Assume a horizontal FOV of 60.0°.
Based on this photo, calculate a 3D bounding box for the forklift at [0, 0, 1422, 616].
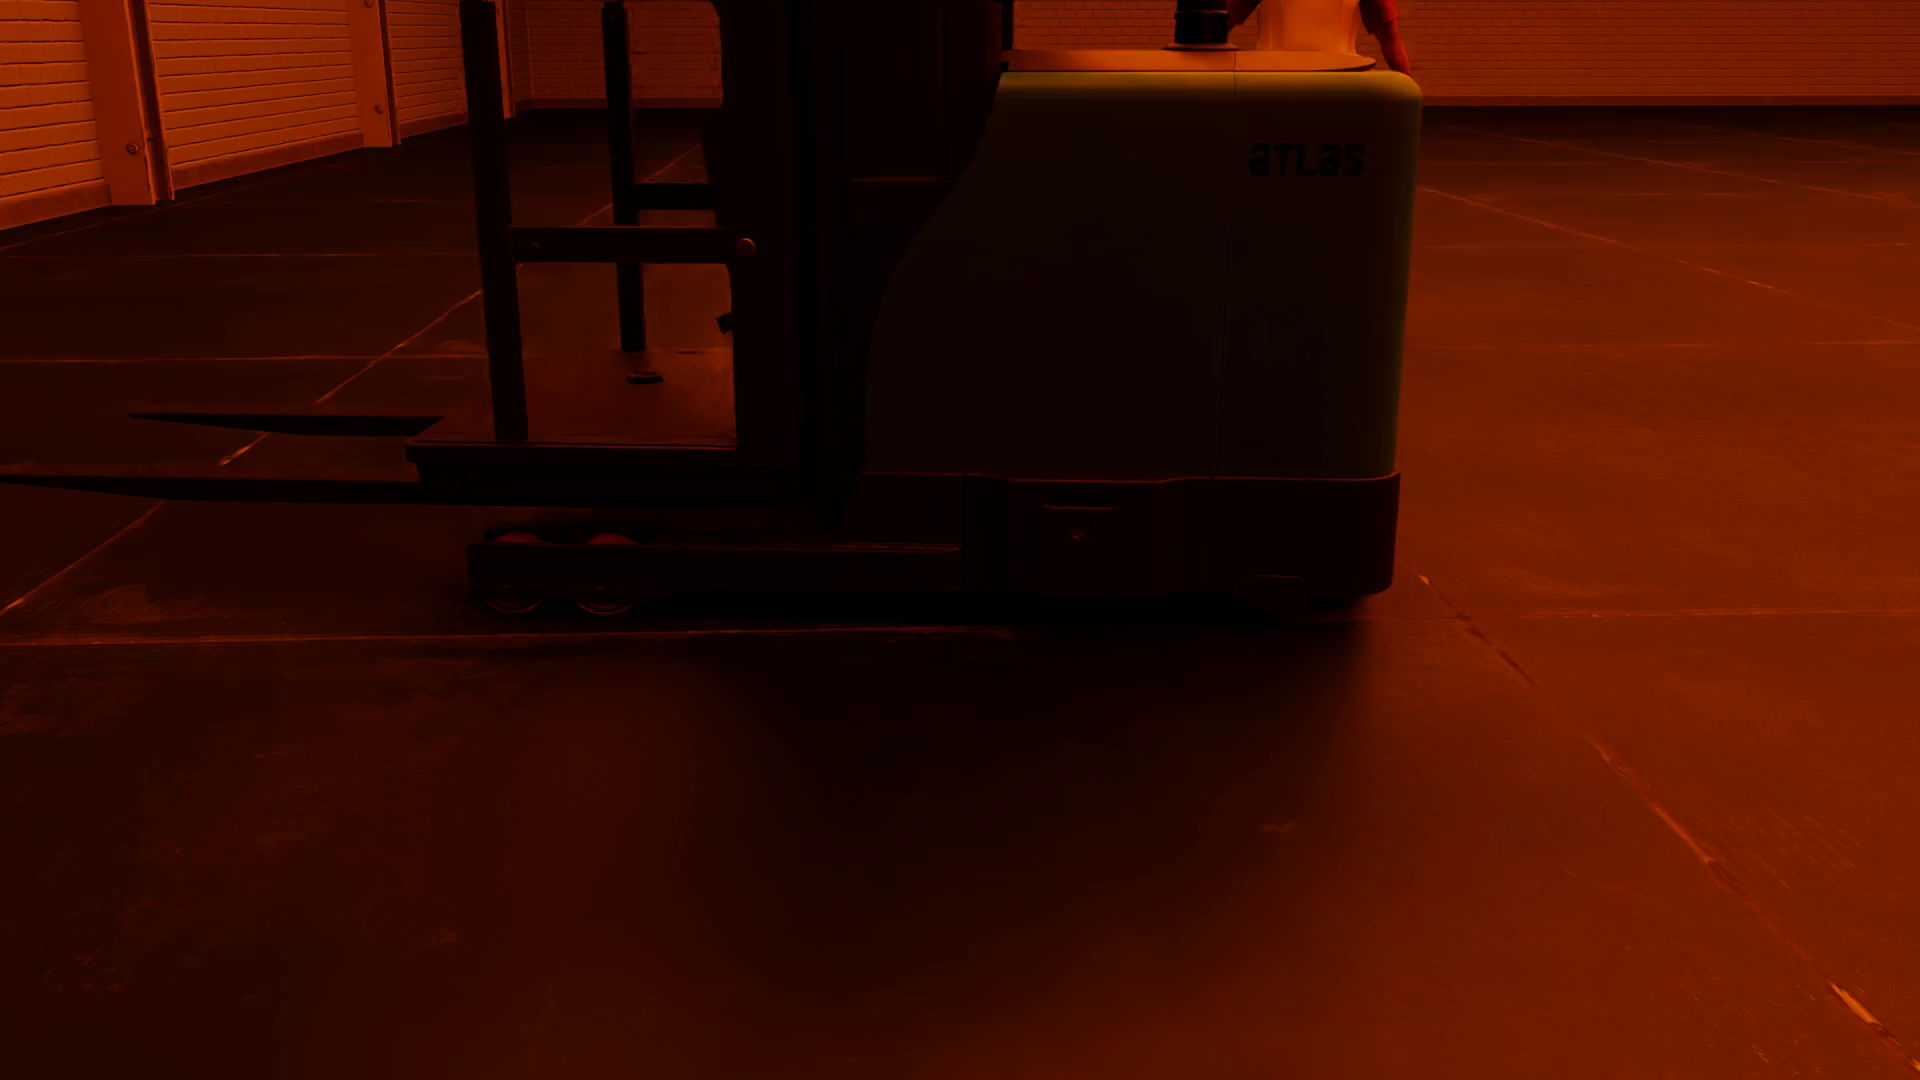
[{"bbox_3d":[-0.607,-1.399,3.480,3.031,2.935,1.130,1,17,3],"label":"forklift"}]

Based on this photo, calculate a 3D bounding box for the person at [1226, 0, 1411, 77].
[{"bbox_3d":[1.396,-1.789,6.779,0.867,1.747,0.638,0,17,0],"label":"person"}]
